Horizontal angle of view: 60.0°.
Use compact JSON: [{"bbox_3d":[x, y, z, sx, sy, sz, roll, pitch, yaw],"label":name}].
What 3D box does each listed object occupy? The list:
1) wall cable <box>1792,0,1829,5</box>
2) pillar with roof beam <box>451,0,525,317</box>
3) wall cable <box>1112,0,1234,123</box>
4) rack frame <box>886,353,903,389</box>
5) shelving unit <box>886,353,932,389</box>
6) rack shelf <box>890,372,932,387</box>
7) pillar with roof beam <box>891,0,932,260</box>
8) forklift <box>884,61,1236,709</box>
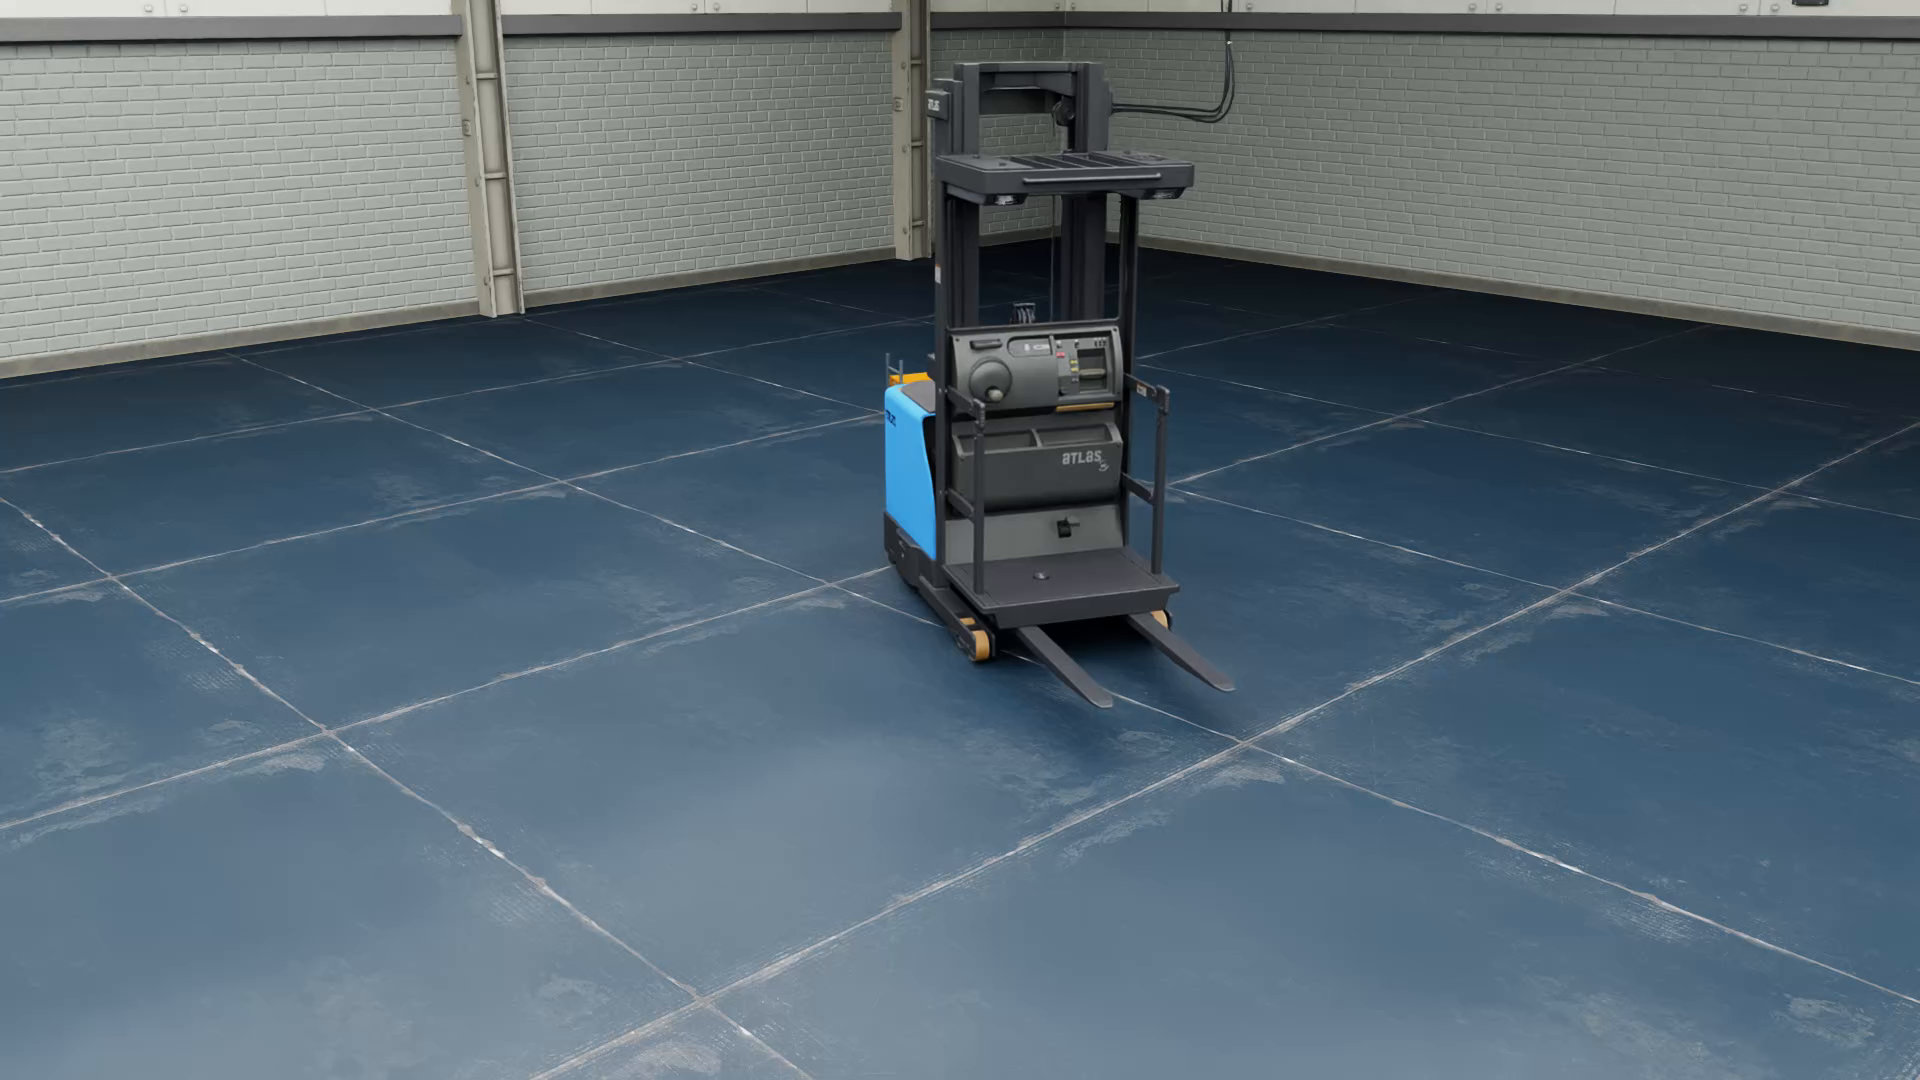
[{"bbox_3d":[8.938,-7.833,14.539,0.169,6.003,2.305,-16,24,-41],"label":"wall cable"},{"bbox_3d":[-2.024,-5.782,13.727,0.400,9.000,9.100,-16,24,-41],"label":"pillar with roof beam"},{"bbox_3d":[2.427,-6.869,22.114,0.112,2.526,3.097,-16,24,-41],"label":"wall cable"},{"bbox_3d":[-0.394,-0.532,10.179,0.015,1.200,0.240,-8,19,-22],"label":"rack frame"},{"bbox_3d":[-0.170,-0.562,10.272,0.503,1.200,0.258,-8,19,-22],"label":"shelving unit"},{"bbox_3d":[-0.170,-0.936,10.151,0.480,0.148,0.258,-8,19,-22],"label":"rack shelf"},{"bbox_3d":[2.336,-7.053,17.648,0.400,9.000,9.100,-16,24,-41],"label":"pillar with roof beam"},{"bbox_3d":[0.481,-0.906,8.526,1.130,2.935,3.031,-6,19,-17],"label":"forklift"}]
